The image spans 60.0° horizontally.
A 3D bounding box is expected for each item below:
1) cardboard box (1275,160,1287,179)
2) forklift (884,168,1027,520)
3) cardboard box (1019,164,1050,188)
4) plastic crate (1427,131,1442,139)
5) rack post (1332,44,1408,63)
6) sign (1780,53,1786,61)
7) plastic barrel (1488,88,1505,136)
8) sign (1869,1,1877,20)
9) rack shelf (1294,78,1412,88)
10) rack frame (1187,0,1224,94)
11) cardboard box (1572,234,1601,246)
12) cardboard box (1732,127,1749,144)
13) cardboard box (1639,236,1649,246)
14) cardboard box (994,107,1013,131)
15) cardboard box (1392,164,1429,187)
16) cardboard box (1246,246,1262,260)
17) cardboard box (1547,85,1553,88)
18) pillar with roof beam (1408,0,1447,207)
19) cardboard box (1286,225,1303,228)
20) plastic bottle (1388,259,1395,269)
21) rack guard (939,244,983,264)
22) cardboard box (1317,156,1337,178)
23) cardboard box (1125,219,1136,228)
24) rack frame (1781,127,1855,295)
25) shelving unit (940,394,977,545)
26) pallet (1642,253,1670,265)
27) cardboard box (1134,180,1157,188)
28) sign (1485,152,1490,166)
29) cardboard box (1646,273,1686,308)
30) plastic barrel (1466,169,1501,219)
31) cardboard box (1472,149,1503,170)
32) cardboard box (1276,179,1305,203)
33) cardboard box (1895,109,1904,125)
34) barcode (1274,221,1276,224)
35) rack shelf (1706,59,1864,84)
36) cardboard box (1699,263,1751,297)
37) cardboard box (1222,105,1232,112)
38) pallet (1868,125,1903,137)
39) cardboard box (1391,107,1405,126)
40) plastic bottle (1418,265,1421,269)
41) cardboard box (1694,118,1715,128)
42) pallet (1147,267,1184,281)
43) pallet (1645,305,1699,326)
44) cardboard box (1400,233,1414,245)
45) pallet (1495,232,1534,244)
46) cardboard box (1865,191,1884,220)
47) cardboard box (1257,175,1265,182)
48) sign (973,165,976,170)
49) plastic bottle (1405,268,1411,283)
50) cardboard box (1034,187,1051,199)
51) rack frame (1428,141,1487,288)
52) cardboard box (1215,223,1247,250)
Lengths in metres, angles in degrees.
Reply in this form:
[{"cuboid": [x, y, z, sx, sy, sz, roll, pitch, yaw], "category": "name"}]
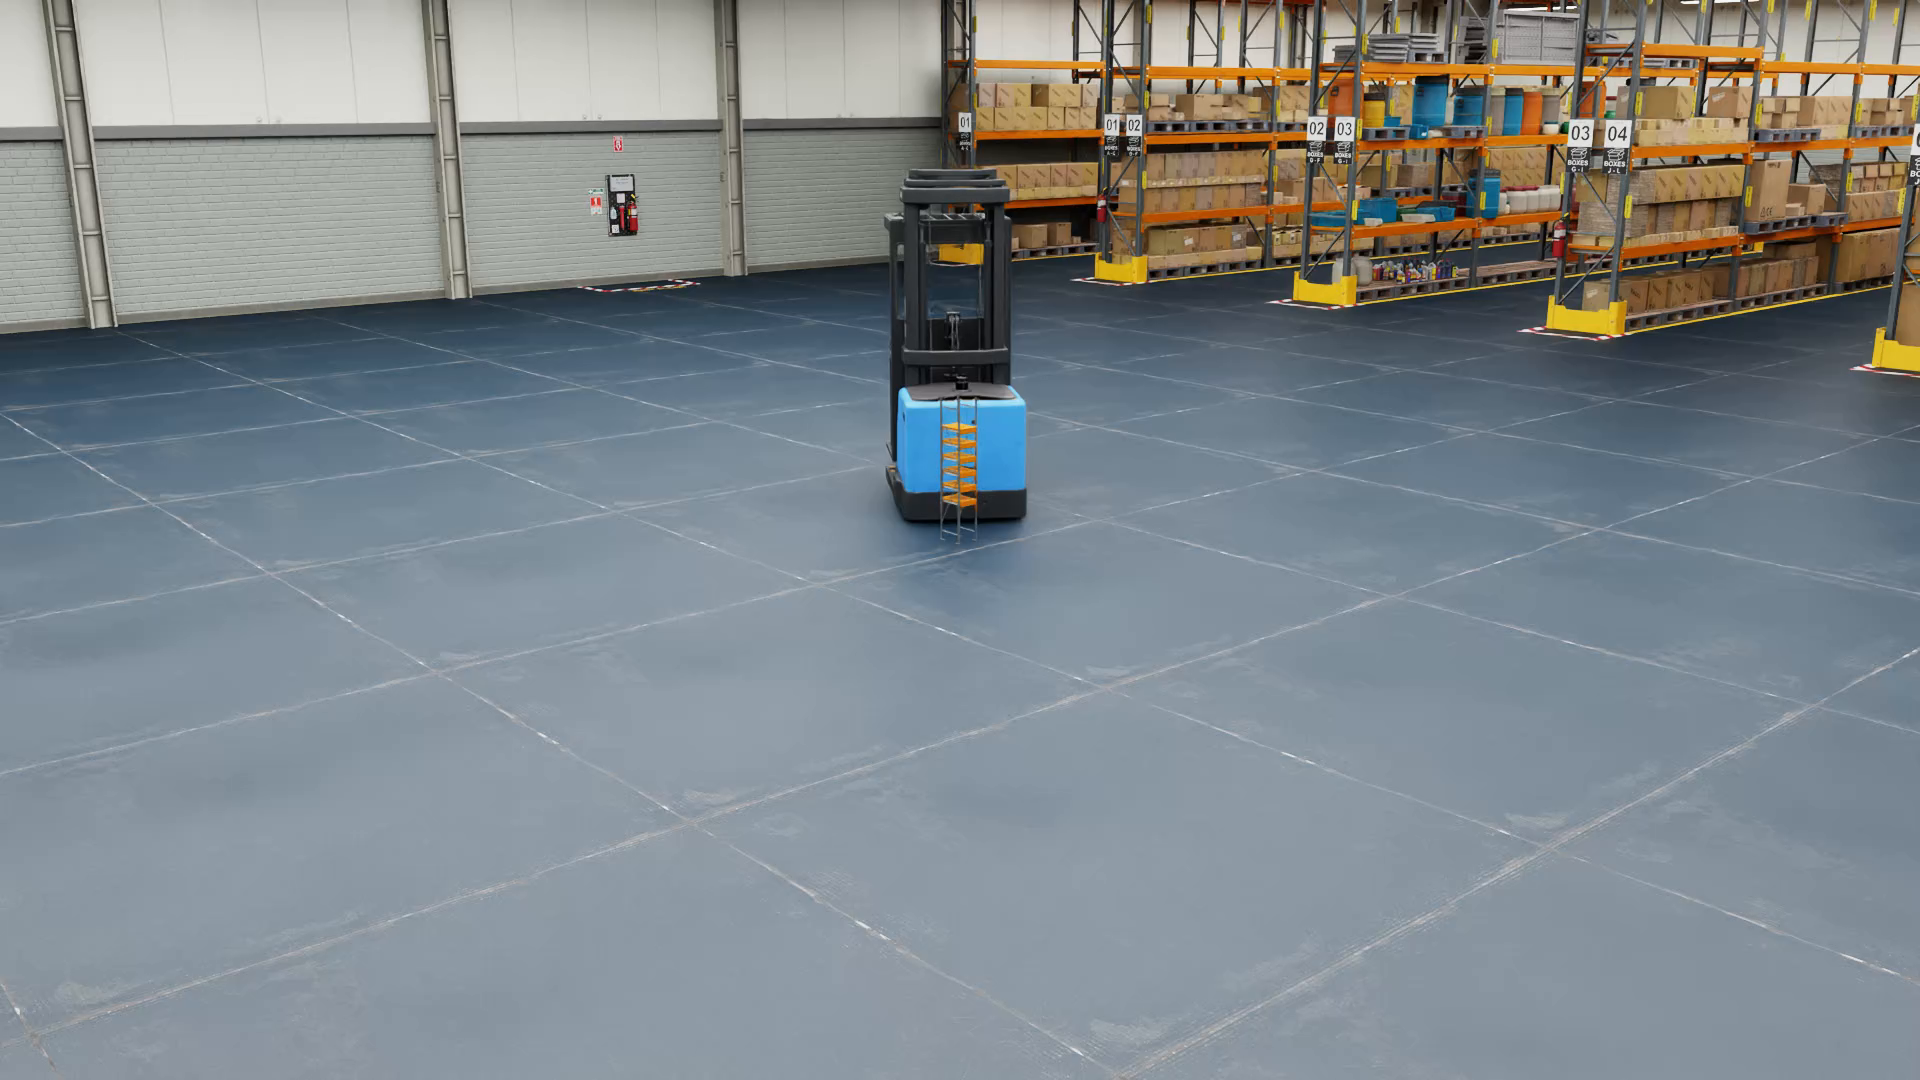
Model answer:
[{"cuboid": [8.071, -9.544, 42.858, 0.500, 0.500, 0.500, -13, 19, -39], "category": "cardboard box"}, {"cuboid": [-0.113, -1.914, 15.235, 1.130, 2.935, 3.031, -2, 15, -6], "category": "forklift"}, {"cuboid": [1.677, -8.188, 37.390, 0.500, 0.500, 0.500, -12, 19, -38], "category": "cardboard box"}, {"cuboid": [8.540, -7.328, 30.072, 0.396, 0.136, 0.243, -13, 19, -39], "category": "plastic crate"}, {"cuboid": [7.122, -8.440, 28.877, 0.954, 0.300, 0.937, -10, 18, -33], "category": "rack post"}, {"cuboid": [18.911, -11.028, 38.224, 0.005, 0.325, 0.100, -13, 19, -39], "category": "sign"}, {"cuboid": [10.220, -8.288, 32.181, 0.600, 0.901, 0.600, 0, 15, 0], "category": "plastic barrel"}, {"cuboid": [16.118, -9.355, 29.370, 0.005, 0.325, 0.100, -13, 19, -39], "category": "sign"}, {"cuboid": [10.526, -12.338, 44.670, 4.000, 0.370, 1.077, -13, 19, -39], "category": "rack shelf"}, {"cuboid": [6.000, -11.862, 40.720, 0.127, 3.000, 1.000, -13, 19, -39], "category": "rack frame"}, {"cuboid": [9.799, -4.682, 25.954, 0.250, 0.149, 0.380, -13, 19, -39], "category": "cardboard box"}, {"cuboid": [12.564, -6.642, 27.280, 0.500, 0.250, 0.500, -12, 19, -37], "category": "cardboard box"}, {"cuboid": [10.490, -4.674, 25.922, 0.250, 0.149, 0.380, -13, 19, -39], "category": "cardboard box"}, {"cuboid": [0.809, -9.207, 36.363, 0.500, 0.500, 0.500, -11, 19, -36], "category": "cardboard box"}, {"cuboid": [10.471, -8.497, 38.742, 0.500, 0.500, 0.700, -9, 17, -29], "category": "cardboard box"}, {"cuboid": [6.030, -6.076, 35.197, 0.500, 0.250, 0.500, -13, 19, -39], "category": "cardboard box"}, {"cuboid": [14.480, -11.177, 41.838, 0.500, 0.500, 0.700, -13, 19, -39], "category": "cardboard box"}, {"cuboid": [16.330, -13.005, 44.999, 0.548, 9.000, 9.100, -13, 19, -39], "category": "pillar with roof beam"}, {"cuboid": [7.502, -6.850, 37.009, 0.500, 0.311, 0.500, -13, 20, -40], "category": "cardboard box"}, {"cuboid": [8.141, -5.130, 31.424, 0.185, 0.351, 0.144, -13, 20, -40], "category": "plastic bottle"}, {"cuboid": [0.022, -6.413, 36.792, 0.348, 0.500, 1.175, -13, 19, -39], "category": "rack guard"}, {"cuboid": [9.437, -9.875, 44.325, 0.700, 0.700, 0.980, -12, 19, -39], "category": "cardboard box"}, {"cuboid": [3.883, -7.516, 40.067, 0.500, 0.500, 0.700, -13, 20, -40], "category": "cardboard box"}, {"cuboid": [15.754, -6.071, 30.664, 0.127, 3.000, 1.000, -13, 19, -39], "category": "rack frame"}, {"cuboid": [-0.011, -0.577, 13.586, 0.189, 1.200, 0.258, -13, 19, -39], "category": "shelving unit"}, {"cuboid": [14.911, -6.243, 36.712, 1.213, 0.211, 1.003, -13, 19, -39], "category": "pallet"}, {"cuboid": [3.657, -7.031, 32.808, 0.250, 0.149, 0.380, -13, 20, -40], "category": "cardboard box"}, {"cuboid": [12.639, -9.129, 39.872, 0.005, 0.325, 0.100, -13, 19, -39], "category": "sign"}, {"cuboid": [11.565, -4.109, 27.351, 0.500, 0.500, 0.500, 14, 20, 42], "category": "cardboard box"}, {"cuboid": [9.976, -6.606, 31.697, 0.708, 0.901, 0.600, -13, 19, -39], "category": "plastic barrel"}, {"cuboid": [12.812, -9.234, 40.375, 0.500, 0.500, 0.500, -12, 19, -38], "category": "cardboard box"}, {"cuboid": [7.224, -7.587, 36.146, 0.500, 0.500, 0.500, -11, 18, -35], "category": "cardboard box"}, {"cuboid": [17.885, -8.189, 32.141, 0.500, 0.311, 0.500, -14, 20, -41], "category": "cardboard box"}, {"cuboid": [6.702, -6.753, 35.350, 0.075, 0.075, 0.001, -13, 19, -39], "category": "barcode"}, {"cuboid": [14.245, -8.089, 28.766, 4.000, 0.370, 1.077, -13, 19, -39], "category": "rack shelf"}, {"cuboid": [13.214, -4.498, 28.767, 0.700, 0.500, 0.500, 14, 21, 43], "category": "cardboard box"}, {"cuboid": [5.276, -8.873, 34.432, 0.500, 0.311, 0.500, -14, 20, -42], "category": "cardboard box"}, {"cuboid": [17.047, -7.738, 31.460, 1.213, 0.211, 1.003, -12, 19, -37], "category": "pallet"}, {"cuboid": [9.561, -9.578, 37.788, 0.500, 0.500, 0.910, -13, 19, -39], "category": "cardboard box"}, {"cuboid": [8.605, -4.999, 31.063, 0.133, 0.283, 0.061, -13, 19, -39], "category": "plastic bottle"}, {"cuboid": [11.853, -6.683, 26.663, 0.250, 0.149, 0.380, -12, 19, -37], "category": "cardboard box"}, {"cuboid": [3.769, -5.435, 33.688, 1.213, 0.211, 1.003, -13, 19, -39], "category": "pallet"}, {"cuboid": [11.332, -3.717, 27.258, 1.213, 0.211, 1.003, -13, 19, -39], "category": "pallet"}, {"cuboid": [10.176, -7.116, 38.569, 0.500, 0.500, 0.500, -14, 20, -41], "category": "cardboard box"}, {"cuboid": [13.711, -7.654, 41.996, 1.213, 0.211, 1.003, -13, 19, -39], "category": "pallet"}, {"cuboid": [17.071, -6.324, 31.417, 0.500, 0.500, 0.500, -13, 20, -40], "category": "cardboard box"}, {"cuboid": [6.172, -7.596, 34.925, 0.250, 0.149, 0.380, -13, 20, -39], "category": "cardboard box"}, {"cuboid": [0.321, -7.921, 35.914, 0.005, 0.325, 0.100, -13, 19, -39], "category": "sign"}, {"cuboid": [8.223, -4.861, 30.547, 0.133, 0.283, 0.061, -12, 19, -38], "category": "plastic bottle"}, {"cuboid": [1.694, -7.827, 37.493, 0.500, 0.250, 0.500, -12, 19, -39], "category": "cardboard box"}, {"cuboid": [9.485, -6.357, 31.737, 0.127, 3.000, 1.000, -13, 19, -39], "category": "rack frame"}, {"cuboid": [5.645, -6.355, 34.792, 0.500, 0.500, 0.500, -13, 19, -39], "category": "cardboard box"}]
